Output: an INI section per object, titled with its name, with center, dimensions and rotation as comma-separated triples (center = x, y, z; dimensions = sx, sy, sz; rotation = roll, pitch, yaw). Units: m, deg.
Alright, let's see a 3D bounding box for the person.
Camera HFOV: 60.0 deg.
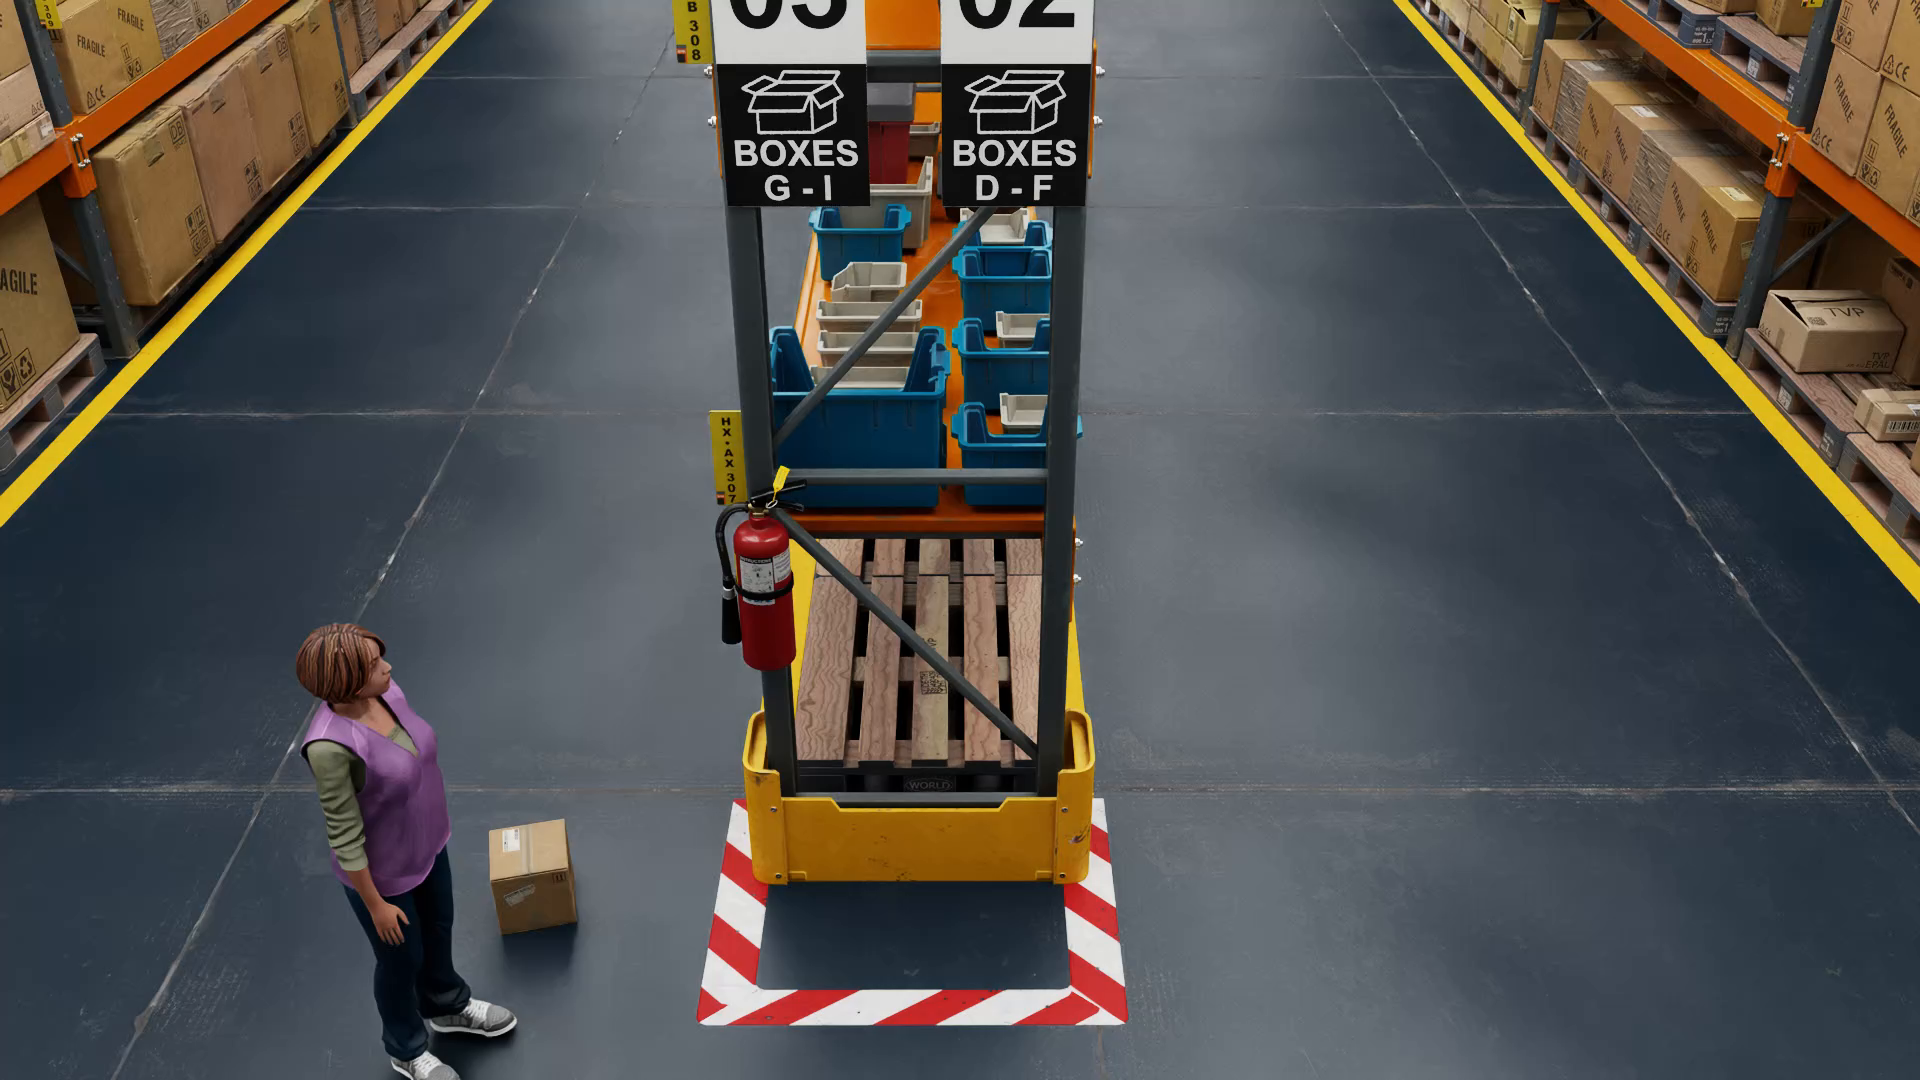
[person]
center = -1.568, 0.900, 4.664
dimensions = 0.342, 1.603, 0.443
rotation = 4, 32, 7
